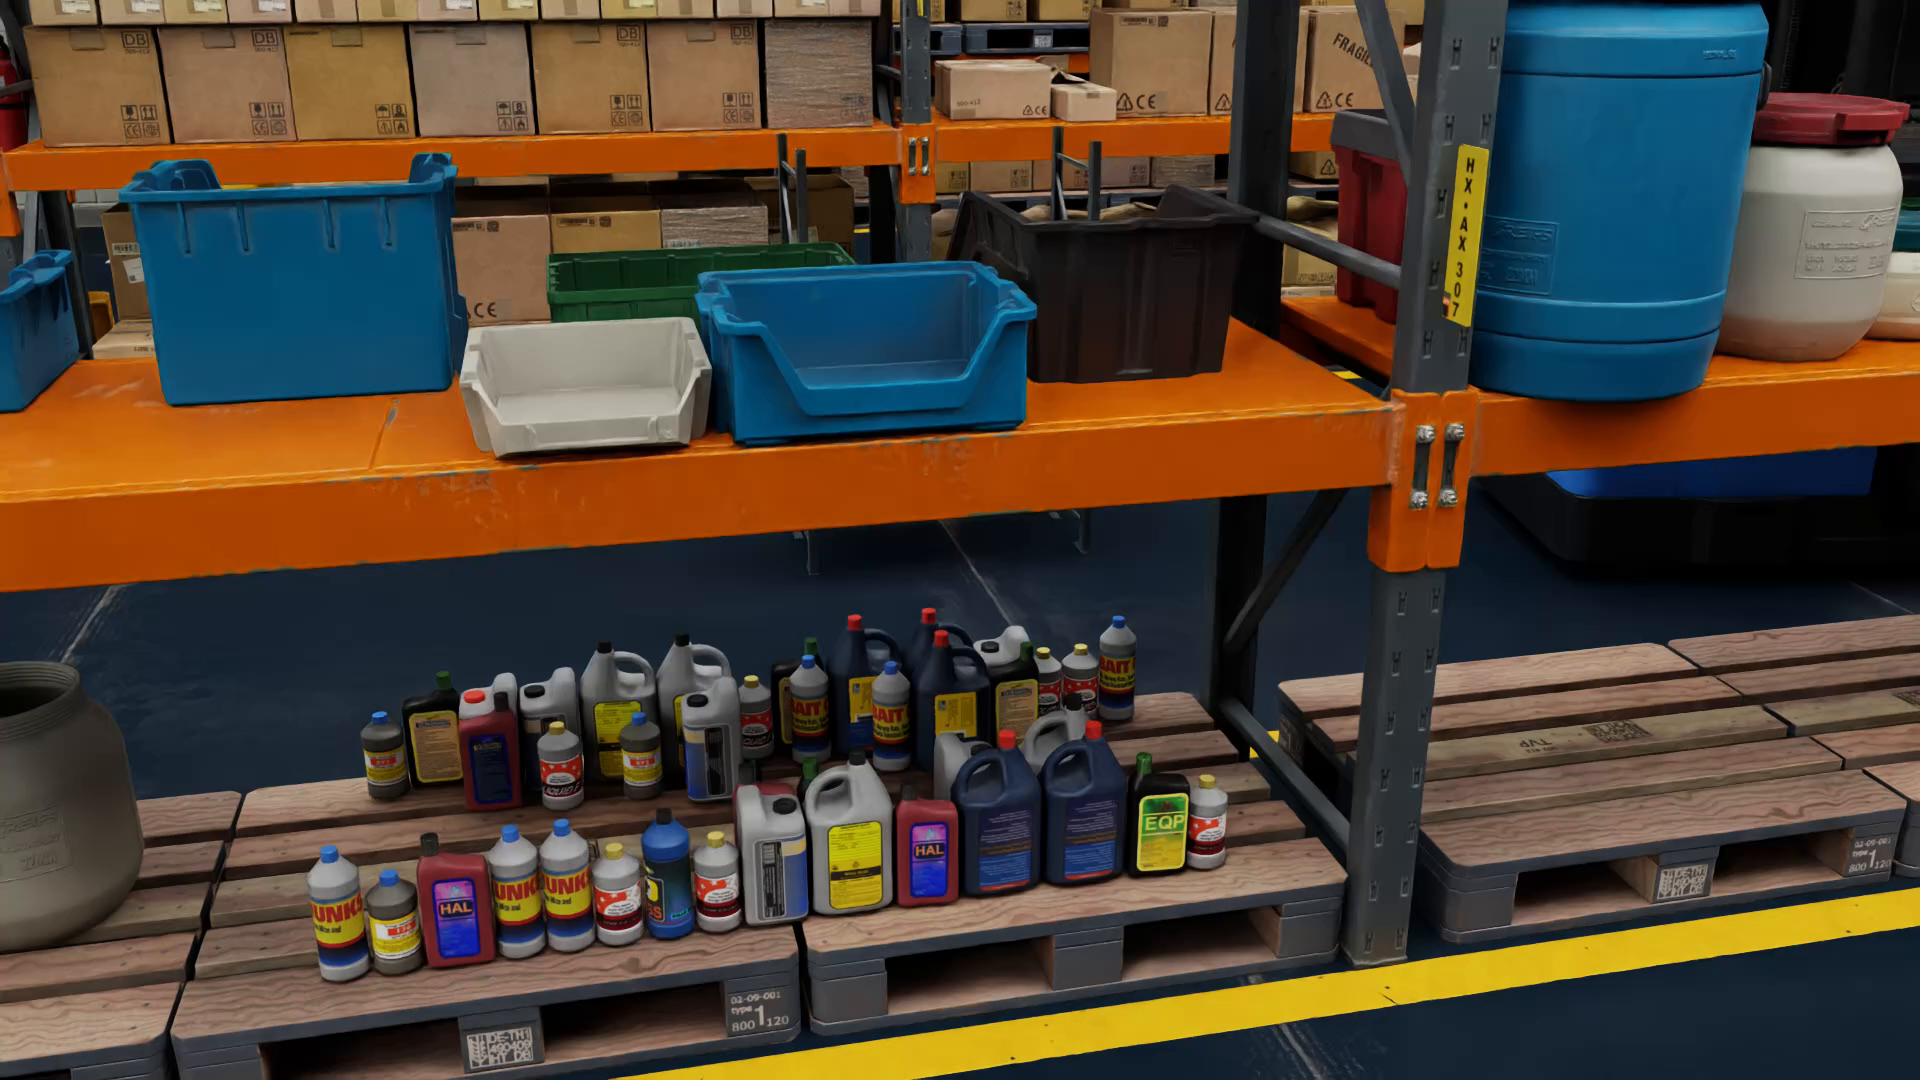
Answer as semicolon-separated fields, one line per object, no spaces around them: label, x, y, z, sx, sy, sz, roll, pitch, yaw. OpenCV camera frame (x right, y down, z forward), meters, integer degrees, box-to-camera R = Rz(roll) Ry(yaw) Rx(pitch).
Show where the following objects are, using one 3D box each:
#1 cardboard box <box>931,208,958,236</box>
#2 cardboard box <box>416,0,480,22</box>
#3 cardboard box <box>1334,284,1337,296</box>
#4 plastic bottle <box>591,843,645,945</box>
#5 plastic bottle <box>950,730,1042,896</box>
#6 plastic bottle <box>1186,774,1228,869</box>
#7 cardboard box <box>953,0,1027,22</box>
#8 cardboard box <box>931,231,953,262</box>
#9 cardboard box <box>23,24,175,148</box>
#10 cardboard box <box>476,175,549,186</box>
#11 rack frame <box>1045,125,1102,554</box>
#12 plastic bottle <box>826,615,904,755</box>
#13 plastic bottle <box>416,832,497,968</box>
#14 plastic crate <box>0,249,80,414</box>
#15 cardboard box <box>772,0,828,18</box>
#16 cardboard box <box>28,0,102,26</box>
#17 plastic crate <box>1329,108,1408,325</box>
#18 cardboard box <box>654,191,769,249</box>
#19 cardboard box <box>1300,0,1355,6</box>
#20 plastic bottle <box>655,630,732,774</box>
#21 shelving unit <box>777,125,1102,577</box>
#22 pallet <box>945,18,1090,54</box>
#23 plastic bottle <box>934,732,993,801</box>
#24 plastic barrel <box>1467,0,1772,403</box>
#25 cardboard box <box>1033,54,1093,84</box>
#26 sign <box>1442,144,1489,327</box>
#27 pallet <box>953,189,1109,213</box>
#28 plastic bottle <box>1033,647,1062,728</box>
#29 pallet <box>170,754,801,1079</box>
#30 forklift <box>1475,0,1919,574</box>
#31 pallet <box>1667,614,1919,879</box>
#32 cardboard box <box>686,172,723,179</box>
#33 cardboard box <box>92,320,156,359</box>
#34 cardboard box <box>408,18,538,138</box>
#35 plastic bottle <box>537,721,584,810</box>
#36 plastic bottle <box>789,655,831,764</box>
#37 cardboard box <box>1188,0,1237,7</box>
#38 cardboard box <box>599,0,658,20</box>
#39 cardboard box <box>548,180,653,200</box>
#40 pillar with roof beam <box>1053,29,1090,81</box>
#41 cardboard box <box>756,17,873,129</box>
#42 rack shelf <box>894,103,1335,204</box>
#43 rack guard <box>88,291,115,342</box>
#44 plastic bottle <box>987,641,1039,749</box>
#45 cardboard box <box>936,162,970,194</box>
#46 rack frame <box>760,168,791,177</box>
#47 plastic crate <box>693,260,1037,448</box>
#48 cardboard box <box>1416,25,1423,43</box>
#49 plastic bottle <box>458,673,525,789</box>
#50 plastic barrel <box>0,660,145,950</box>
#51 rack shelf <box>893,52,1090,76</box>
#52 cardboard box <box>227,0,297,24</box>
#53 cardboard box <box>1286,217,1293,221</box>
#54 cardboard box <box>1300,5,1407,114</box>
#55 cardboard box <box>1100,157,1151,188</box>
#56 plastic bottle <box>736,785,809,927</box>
cardboard box;0.017;-1.578;8.833;0.500;0.311;0.500;-5;21;-12
cardboard box;-2.276;-2.396;7.406;0.250;0.149;0.380;-4;21;-12
cardboard box;2.135;-1.299;8.888;0.500;0.250;0.500;-4;21;-11
plastic bottle;-0.704;0.720;3.418;0.097;0.201;0.097;0;20;0
plastic bottle;0.078;0.578;3.588;0.185;0.351;0.144;-6;21;-15
plastic bottle;0.544;0.618;3.695;0.097;0.201;0.097;0;20;0
cardboard box;0.228;-4.325;12.976;0.500;0.500;0.700;-2;20;-5
cardboard box;0.149;-1.399;8.346;0.500;0.311;0.500;-5;21;-12
cardboard box;-3.746;-2.044;7.387;0.500;0.500;0.700;-5;21;-12
cardboard box;-3.373;-2.766;12.499;0.500;0.500;0.700;-6;21;-16
rack frame;0.412;-0.738;6.148;0.032;1.500;0.500;-5;21;-12
plastic bottle;-0.239;0.355;4.196;0.185;0.351;0.144;-6;21;-15
plastic bottle;-1.007;0.712;3.319;0.133;0.283;0.061;-4;21;-12
plastic crate;-2.016;-0.425;3.330;0.408;0.251;0.499;-5;21;-12
cardboard box;-0.767;-2.520;7.745;0.250;0.149;0.380;-5;21;-14
cardboard box;-3.772;-2.275;7.075;0.250;0.149;0.380;-5;21;-13
plastic crate;1.226;-0.793;4.026;0.583;0.464;0.402;-5;21;-12
cardboard box;-1.201;-1.393;8.054;0.500;0.500;0.500;-5;21;-12
cardboard box;2.970;-4.404;13.369;0.500;0.500;0.500;-4;21;-11
plastic bottle;-0.653;0.389;4.105;0.185;0.351;0.144;-5;21;-13
shelving unit;-0.083;-0.697;6.038;1.048;1.500;0.538;-5;21;-12
pallet;0.521;-3.995;13.138;1.213;0.211;1.003;-5;21;-12
plastic bottle;0.020;0.565;3.731;0.135;0.276;0.152;-5;21;-12
plastic barrel;1.271;-0.787;3.373;0.708;0.901;0.600;-5;21;-12
cardboard box;0.502;-2.349;8.561;0.258;0.266;0.396;-5;21;-14
sign;0.941;-0.567;3.100;0.005;0.325;0.100;-5;21;-12
pallet;0.492;-2.789;13.622;1.213;0.211;1.003;-5;21;-12
plastic bottle;0.216;0.380;4.346;0.097;0.201;0.097;0;20;0
pallet;-1.028;0.824;3.758;1.213;0.211;1.003;-5;21;-12
forklift;3.628;-1.425;5.943;3.031;2.935;1.130;-1;20;-2
pallet;2.770;0.514;4.604;1.213;0.211;1.003;-5;21;-12
cardboard box;-1.968;-2.762;12.974;0.250;0.166;0.380;-7;21;-20
cardboard box;-3.631;-0.838;7.629;0.500;0.250;0.500;-5;21;-12
cardboard box;-2.240;-2.167;7.724;0.500;0.500;0.700;-4;21;-11
plastic bottle;-0.948;0.528;3.941;0.097;0.201;0.097;0;20;0
plastic bottle;-0.374;0.416;4.144;0.097;0.271;0.097;0;20;0
cardboard box;1.983;-4.468;13.366;0.500;0.500;0.700;-7;21;-19
cardboard box;-1.517;-2.459;7.578;0.250;0.149;0.380;-5;21;-13
cardboard box;-1.807;-1.528;8.421;0.500;0.500;0.500;-5;21;-12
pillar with roof beam;1.965;-5.818;9.113;0.400;9.000;9.100;-5;21;-12
cardboard box;-0.741;-2.290;8.061;0.500;0.500;0.700;-5;21;-14
rack shelf;1.635;-2.101;8.735;4.000;0.370;1.077;-5;21;-12
rack guard;-4.227;-0.788;7.740;0.348;0.500;1.175;-5;21;-12
plastic bottle;0.131;0.395;4.184;0.133;0.283;0.061;-5;21;-12
cardboard box;-0.251;-3.093;13.391;0.500;0.500;0.700;-5;21;-14
rack frame;-1.454;-3.939;12.705;0.127;3.000;1.000;-5;21;-12
plastic crate;-0.189;-0.374;3.191;0.616;0.251;0.499;-5;21;-12
cardboard box;3.804;-4.189;13.727;0.250;0.149;0.380;-4;21;-11
plastic bottle;-1.129;0.464;4.008;0.135;0.276;0.152;-4;21;-12
plastic barrel;-1.957;0.548;3.464;0.421;0.512;0.421;0;20;0
rack shelf;0.492;-3.759;13.261;4.000;0.370;1.077;-5;21;-12
cardboard box;-3.027;-2.335;7.239;0.250;0.149;0.380;-5;21;-13
cardboard box;1.498;-1.699;9.162;0.500;0.311;0.500;-5;21;-13
cardboard box;1.953;-2.506;8.649;0.500;0.500;0.500;-6;21;-15
cardboard box;1.221;-3.212;13.716;0.500;0.500;0.700;-5;21;-13
plastic bottle;-0.395;0.650;3.500;0.135;0.276;0.152;-4;21;-11
